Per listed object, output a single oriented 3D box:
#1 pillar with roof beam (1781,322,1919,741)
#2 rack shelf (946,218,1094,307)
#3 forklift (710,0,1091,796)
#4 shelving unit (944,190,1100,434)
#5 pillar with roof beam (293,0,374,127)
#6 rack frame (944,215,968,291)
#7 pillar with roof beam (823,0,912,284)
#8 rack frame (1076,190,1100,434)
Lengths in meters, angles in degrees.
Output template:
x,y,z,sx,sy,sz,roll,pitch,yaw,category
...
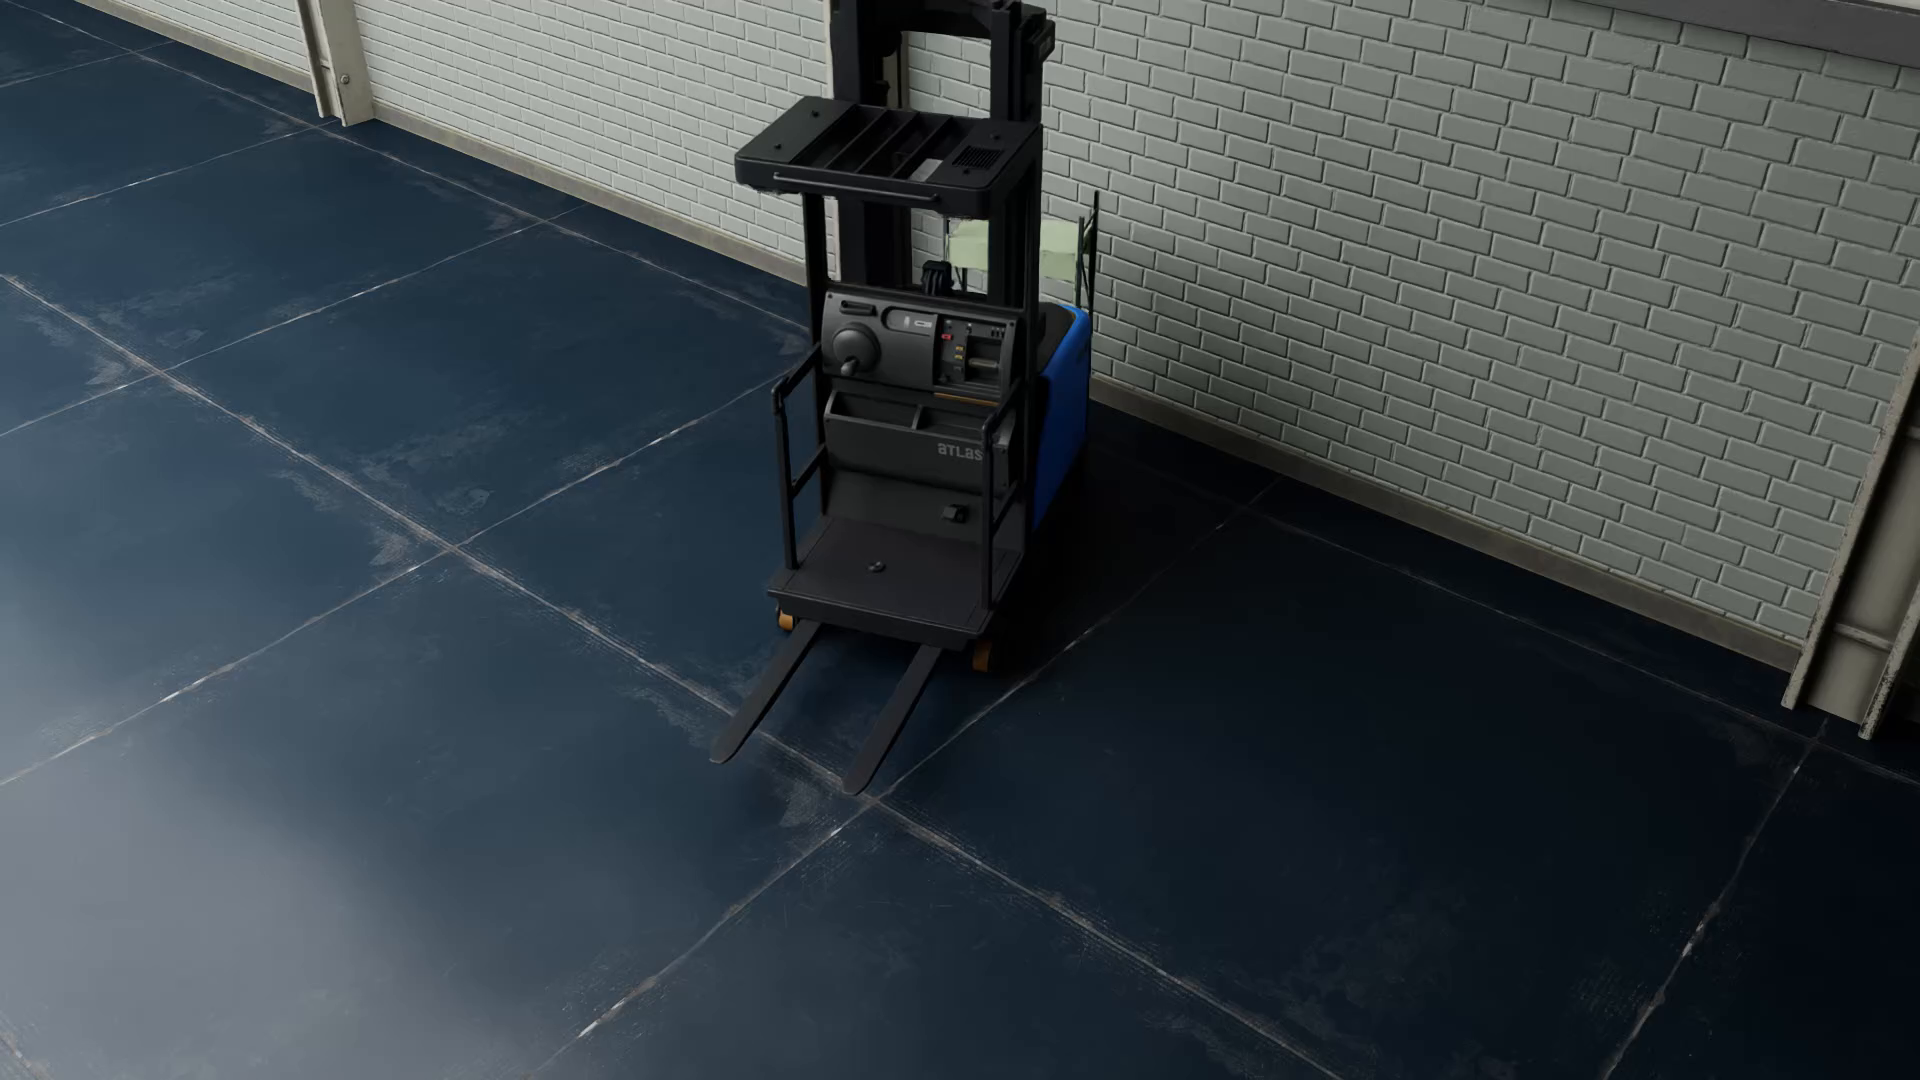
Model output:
x,y,z,sx,sy,sz,roll,pitch,yaw,category
1.305,-1.066,2.436,0.400,9.000,9.100,25,42,32,pillar with roof beam
0.329,-1.527,9.033,0.720,0.370,0.431,10,34,14,rack shelf
-0.260,-0.835,7.459,1.130,2.935,3.031,11,36,15,forklift
0.327,-1.201,9.247,0.755,1.500,0.431,10,34,14,shelving unit
-7.918,-5.413,8.765,0.400,9.000,9.100,25,42,32,pillar with roof beam
-0.024,-1.260,9.333,0.023,1.500,0.400,10,34,14,rack frame
-3.306,-3.240,5.600,0.400,9.000,9.100,25,42,32,pillar with roof beam
0.678,-1.142,9.162,0.023,1.500,0.400,10,34,14,rack frame
